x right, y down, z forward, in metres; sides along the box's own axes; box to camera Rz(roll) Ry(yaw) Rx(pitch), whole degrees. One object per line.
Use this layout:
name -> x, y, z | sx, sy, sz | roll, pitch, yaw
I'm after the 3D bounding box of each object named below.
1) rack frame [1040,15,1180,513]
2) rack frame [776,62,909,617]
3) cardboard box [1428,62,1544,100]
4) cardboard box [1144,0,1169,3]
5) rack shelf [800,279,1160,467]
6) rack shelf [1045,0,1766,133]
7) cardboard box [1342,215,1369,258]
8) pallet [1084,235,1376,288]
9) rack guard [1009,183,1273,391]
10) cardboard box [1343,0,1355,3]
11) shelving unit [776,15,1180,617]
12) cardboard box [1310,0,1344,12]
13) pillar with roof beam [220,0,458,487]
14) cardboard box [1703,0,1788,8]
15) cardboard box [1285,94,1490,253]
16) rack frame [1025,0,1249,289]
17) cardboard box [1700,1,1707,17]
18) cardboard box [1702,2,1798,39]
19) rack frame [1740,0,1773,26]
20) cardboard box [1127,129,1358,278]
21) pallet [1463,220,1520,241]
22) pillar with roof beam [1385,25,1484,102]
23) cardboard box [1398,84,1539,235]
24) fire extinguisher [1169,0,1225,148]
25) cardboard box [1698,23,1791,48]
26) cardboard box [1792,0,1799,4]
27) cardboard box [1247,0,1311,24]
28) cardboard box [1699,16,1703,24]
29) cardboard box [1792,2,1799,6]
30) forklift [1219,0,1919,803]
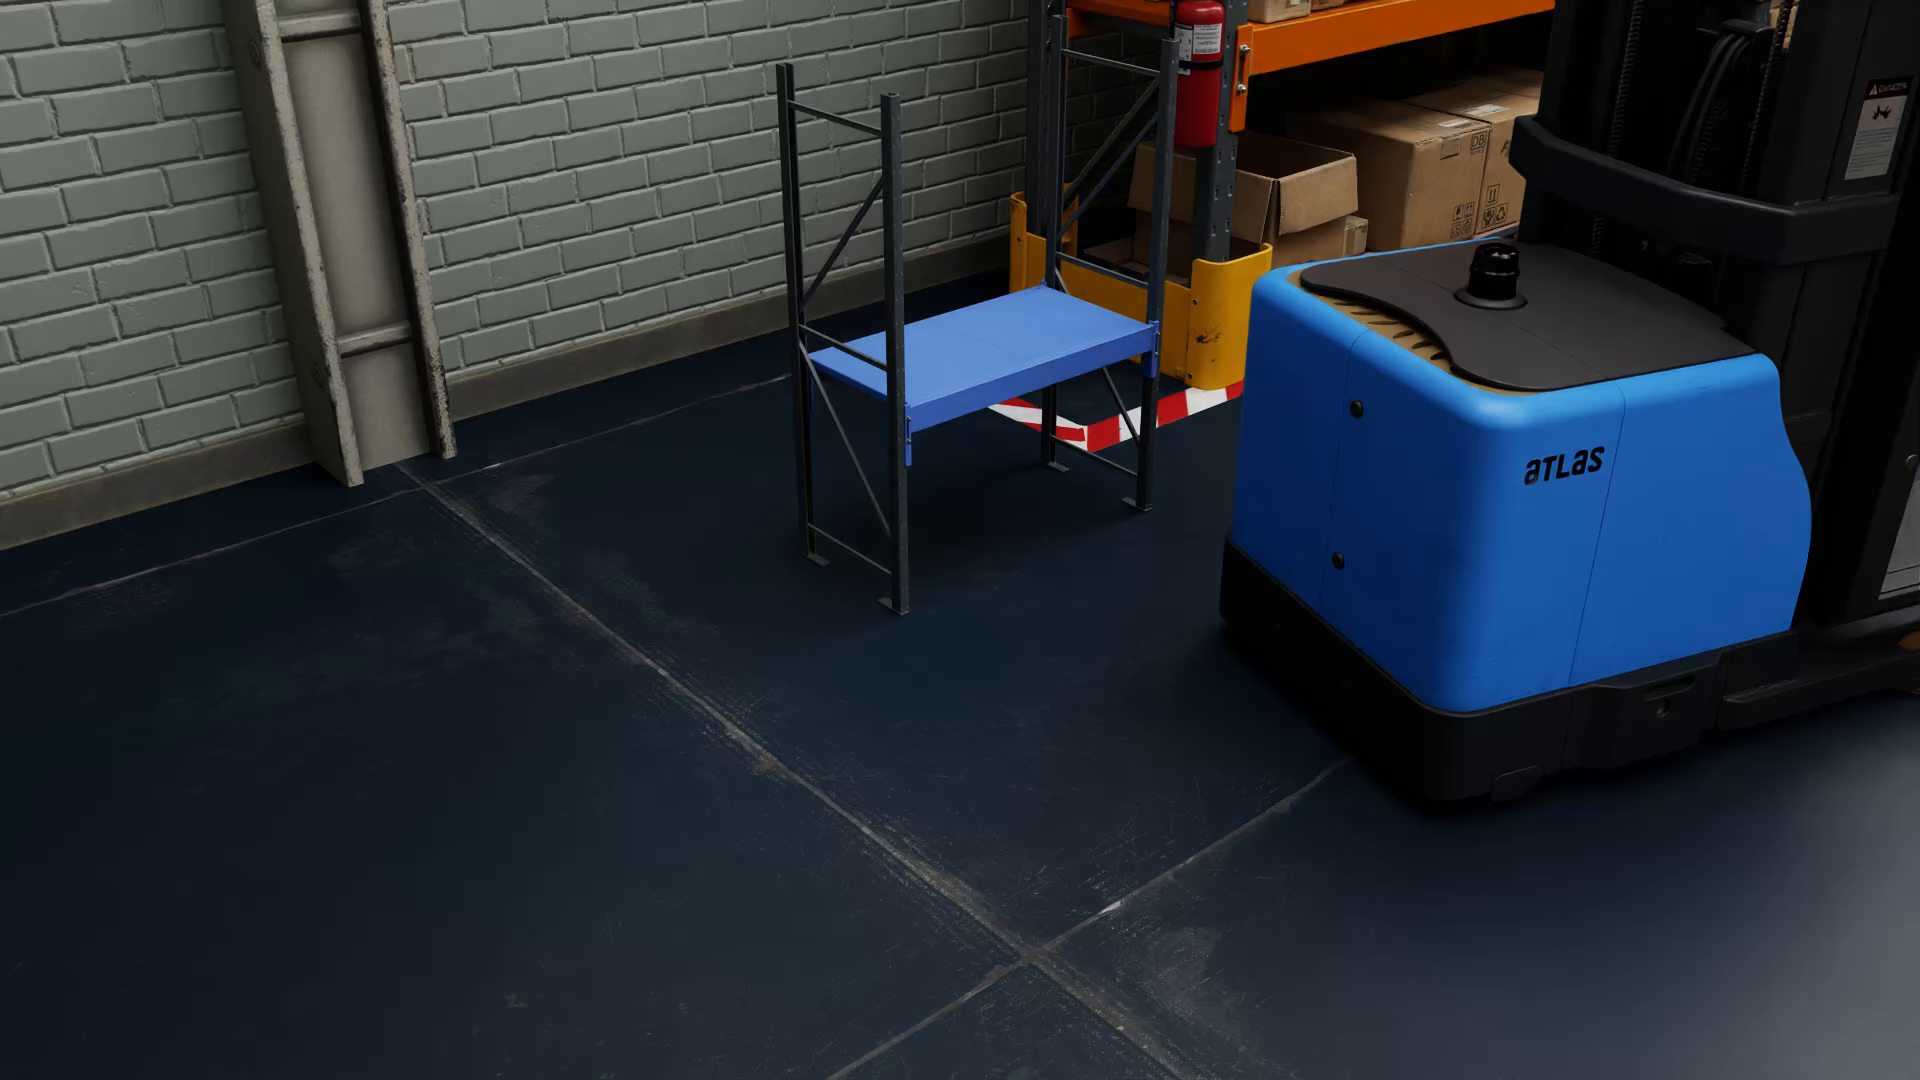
rack frame -> 0.452, -0.843, 5.236 | 0.032, 1.500, 0.500 | -22, 35, -35
rack frame -> -0.322, -0.532, 4.654 | 0.032, 1.500, 0.500 | -22, 35, -35
cardboard box -> 2.626, -1.917, 7.861 | 0.500, 0.500, 0.700 | -23, 36, -37
cardboard box -> 0.712, -2.203, 6.456 | 0.250, 0.149, 0.380 | -22, 35, -35
rack shelf -> 0.065, -0.529, 5.030 | 1.000, 0.185, 0.538 | -22, 35, -35
rack shelf -> 2.155, -2.410, 7.341 | 4.000, 0.370, 1.077 | -22, 35, -35
cardboard box -> 1.509, -1.313, 7.103 | 0.250, 0.149, 0.380 | -24, 36, -37
pallet -> 1.298, -1.153, 7.185 | 1.213, 0.211, 1.003 | -22, 35, -35
rack guard -> 0.692, -1.037, 6.659 | 0.348, 0.500, 1.175 | -22, 35, -35
cardboard box -> 1.403, -2.195, 6.441 | 0.250, 0.149, 0.380 | -22, 35, -36
shelving unit -> 0.065, -0.688, 4.945 | 1.048, 1.500, 0.538 | -22, 35, -35
cardboard box -> 1.225, -2.102, 6.267 | 0.250, 0.149, 0.380 | -21, 35, -34
pillar with roof beam -> 0.792, -2.717, 0.786 | 0.400, 9.000, 9.100 | -22, 35, -35
cardboard box -> 4.083, -2.876, 8.651 | 0.250, 0.149, 0.380 | -23, 35, -36
cardboard box -> 1.836, -1.599, 7.267 | 0.500, 0.500, 0.700 | -20, 34, -33
rack frame -> 0.634, -2.116, 6.027 | 0.127, 3.000, 1.000 | -22, 35, -35
cardboard box -> 3.966, -3.007, 9.212 | 0.250, 0.149, 0.380 | -22, 35, -35
cardboard box -> 4.122, -2.723, 8.681 | 0.250, 0.149, 0.380 | -20, 34, -33
rack frame -> 3.677, -3.340, 8.317 | 0.127, 3.000, 1.000 | -22, 35, -35
cardboard box -> 1.161, -1.353, 6.803 | 0.637, 0.503, 0.797 | -24, 36, -37
pallet -> 2.225, -1.525, 7.879 | 1.213, 0.211, 1.003 | -22, 35, -35
pillar with roof beam -> 5.356, -4.552, 4.220 | 0.400, 9.000, 9.100 | -22, 35, -35
cardboard box -> 2.303, -1.725, 7.502 | 0.500, 0.500, 0.500 | -21, 35, -34
fire extinguisher -> 0.822, -1.707, 5.739 | 0.183, 0.674, 0.296 | -22, 35, -35
cardboard box -> 4.191, -2.490, 8.933 | 0.500, 0.500, 0.500 | -20, 34, -33
cardboard box -> 4.289, -2.951, 8.791 | 0.250, 0.149, 0.380 | -24, 36, -37
cardboard box -> 1.062, -2.007, 6.090 | 0.250, 0.149, 0.380 | -22, 35, -35
cardboard box -> 3.858, -2.679, 9.286 | 0.500, 0.500, 0.500 | -22, 35, -35
cardboard box -> 4.283, -2.835, 8.891 | 0.250, 0.149, 0.380 | -23, 36, -36
forklift -> 2.303, -1.096, 4.192 | 3.031, 2.935, 1.130 | -11, 30, -20
